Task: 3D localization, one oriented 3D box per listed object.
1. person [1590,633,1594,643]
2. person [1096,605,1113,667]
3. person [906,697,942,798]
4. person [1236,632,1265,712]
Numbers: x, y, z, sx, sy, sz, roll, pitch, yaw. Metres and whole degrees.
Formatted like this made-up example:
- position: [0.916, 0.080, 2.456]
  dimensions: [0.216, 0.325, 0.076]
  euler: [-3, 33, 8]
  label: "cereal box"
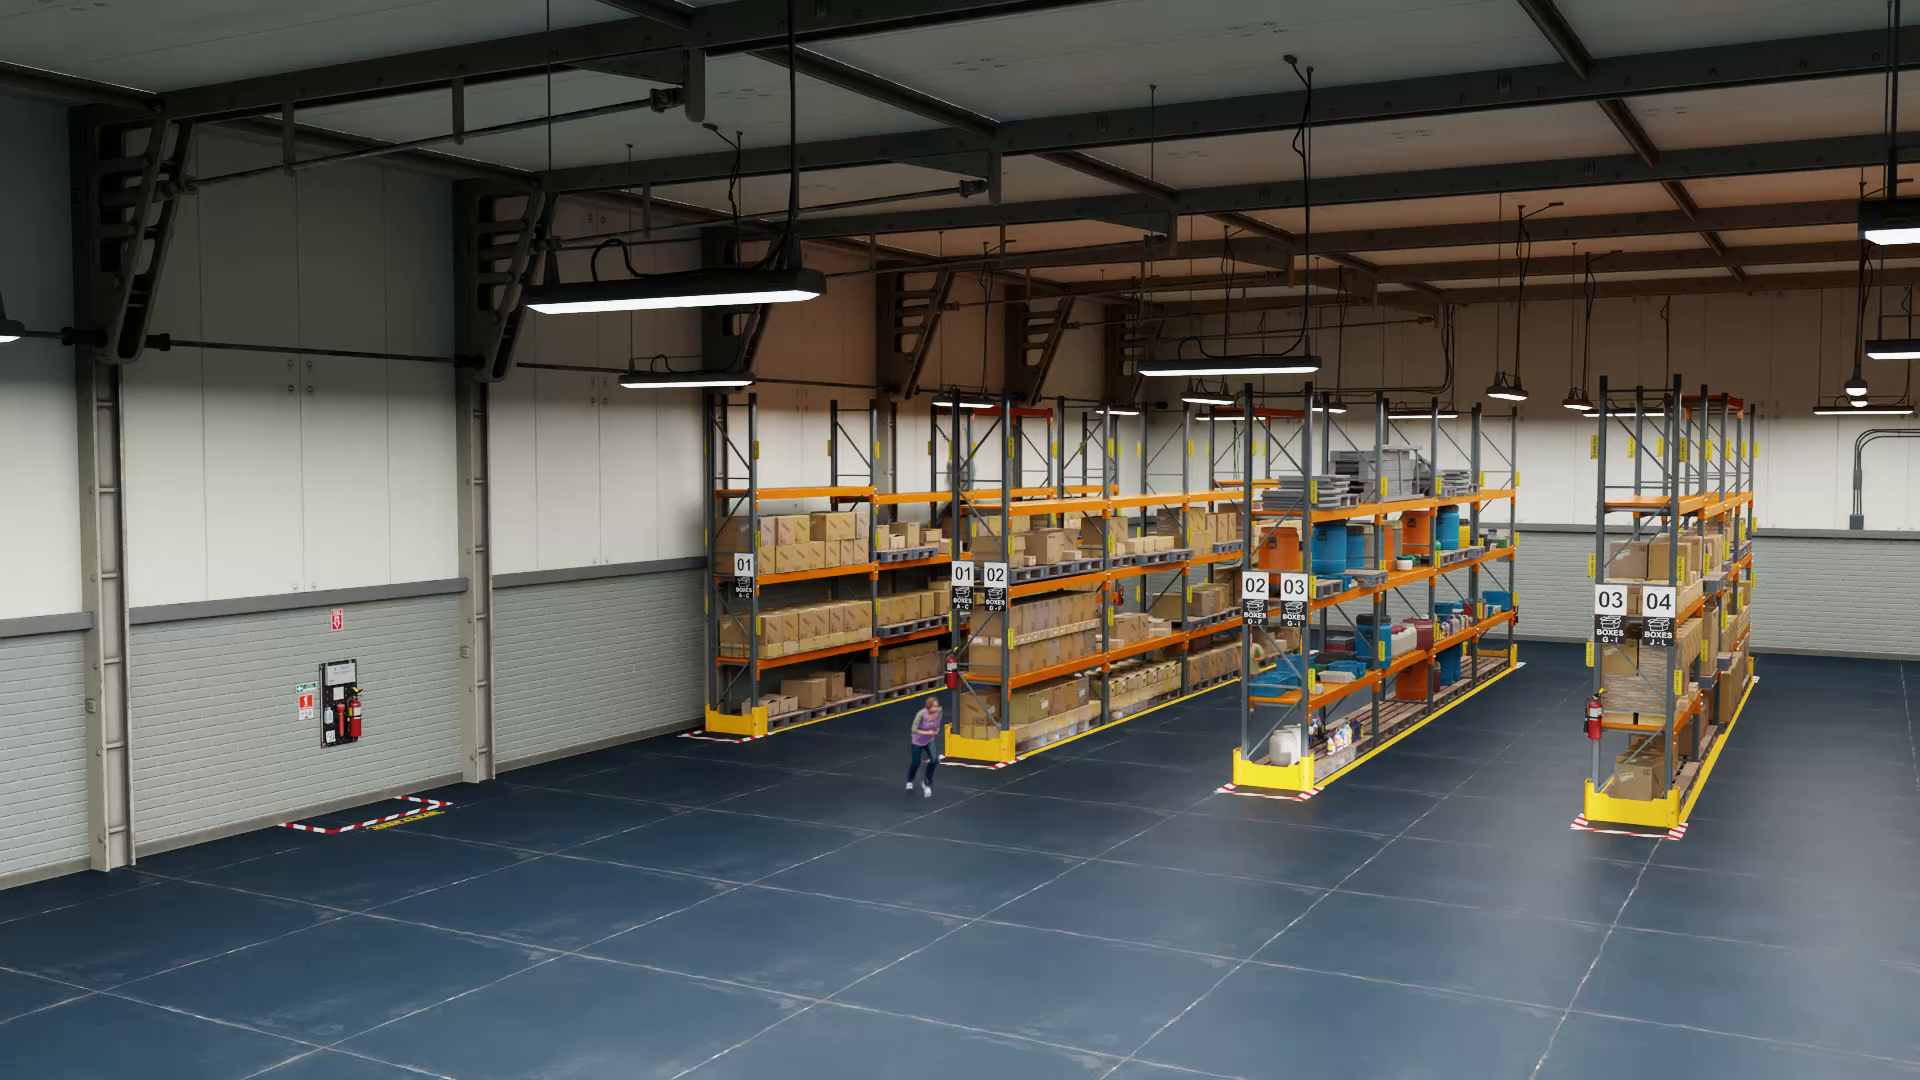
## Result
- position: [13.207, 2.350, 34.039]
  dimensions: [0.616, 1.654, 0.554]
  euler: [2, 4, 28]
  label: "person"
- position: [3.159, 2.230, 35.929]
  dimensions: [0.712, 1.726, 0.881]
  euler: [1, 3, 21]
  label: "person"
- position: [-0.515, 2.996, 24.061]
  dimensions: [0.579, 1.466, 0.906]
  euler: [-2, 4, -29]
  label: "person"
- position: [5.427, 2.509, 31.075]
  dimensions: [0.576, 1.674, 0.915]
  euler: [1, 3, 14]
  label: "person"
